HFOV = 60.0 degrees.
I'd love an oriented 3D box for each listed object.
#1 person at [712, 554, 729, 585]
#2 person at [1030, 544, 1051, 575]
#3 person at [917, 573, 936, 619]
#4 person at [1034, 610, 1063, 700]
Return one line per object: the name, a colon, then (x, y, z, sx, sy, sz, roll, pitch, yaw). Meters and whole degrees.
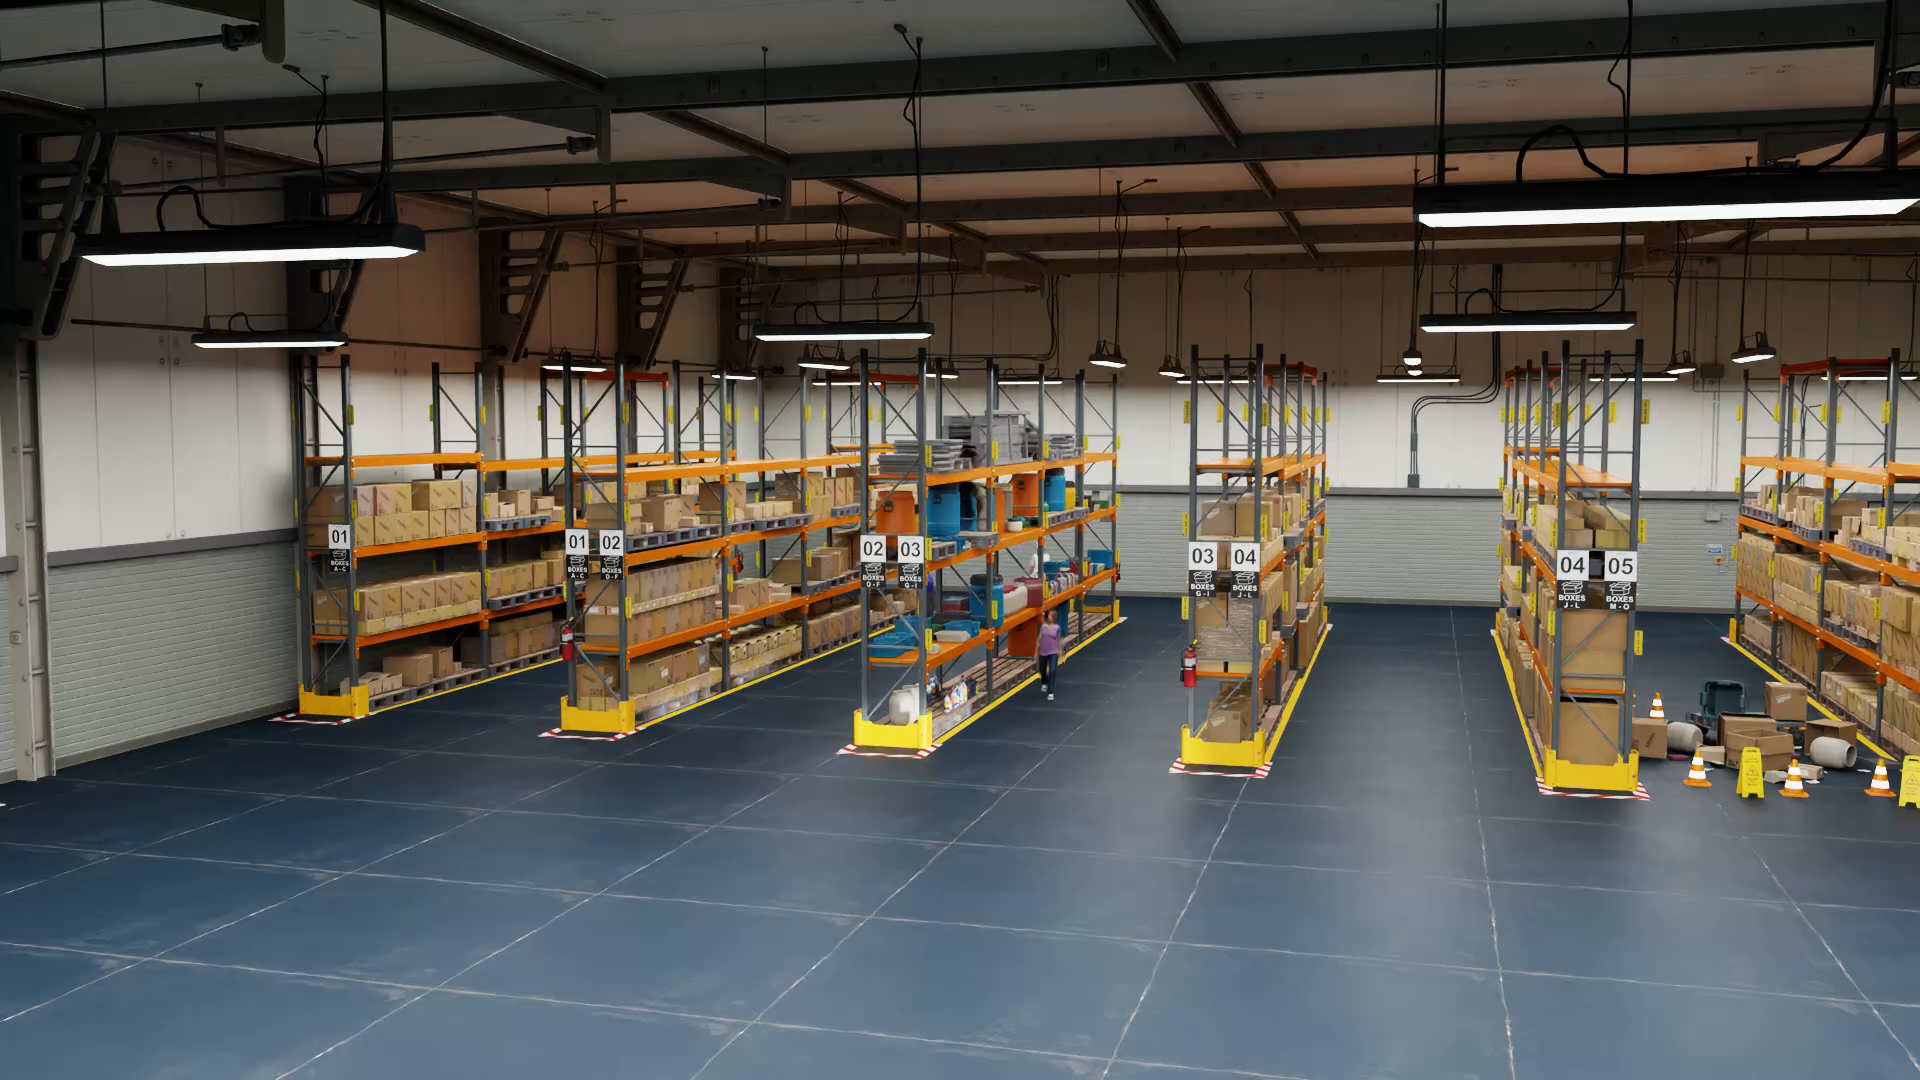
person: (-5.624, 1.196, 38.324, 0.613, 1.766, 0.948, 0, 4, -1)
person: (2.131, 0.945, 42.410, 0.640, 1.722, 1.033, -2, 5, -26)
person: (-0.761, 1.403, 37.740, 0.397, 1.553, 0.508, 3, 5, 34)
person: (1.566, 2.009, 29.355, 0.521, 1.538, 0.833, 0, 4, 4)
